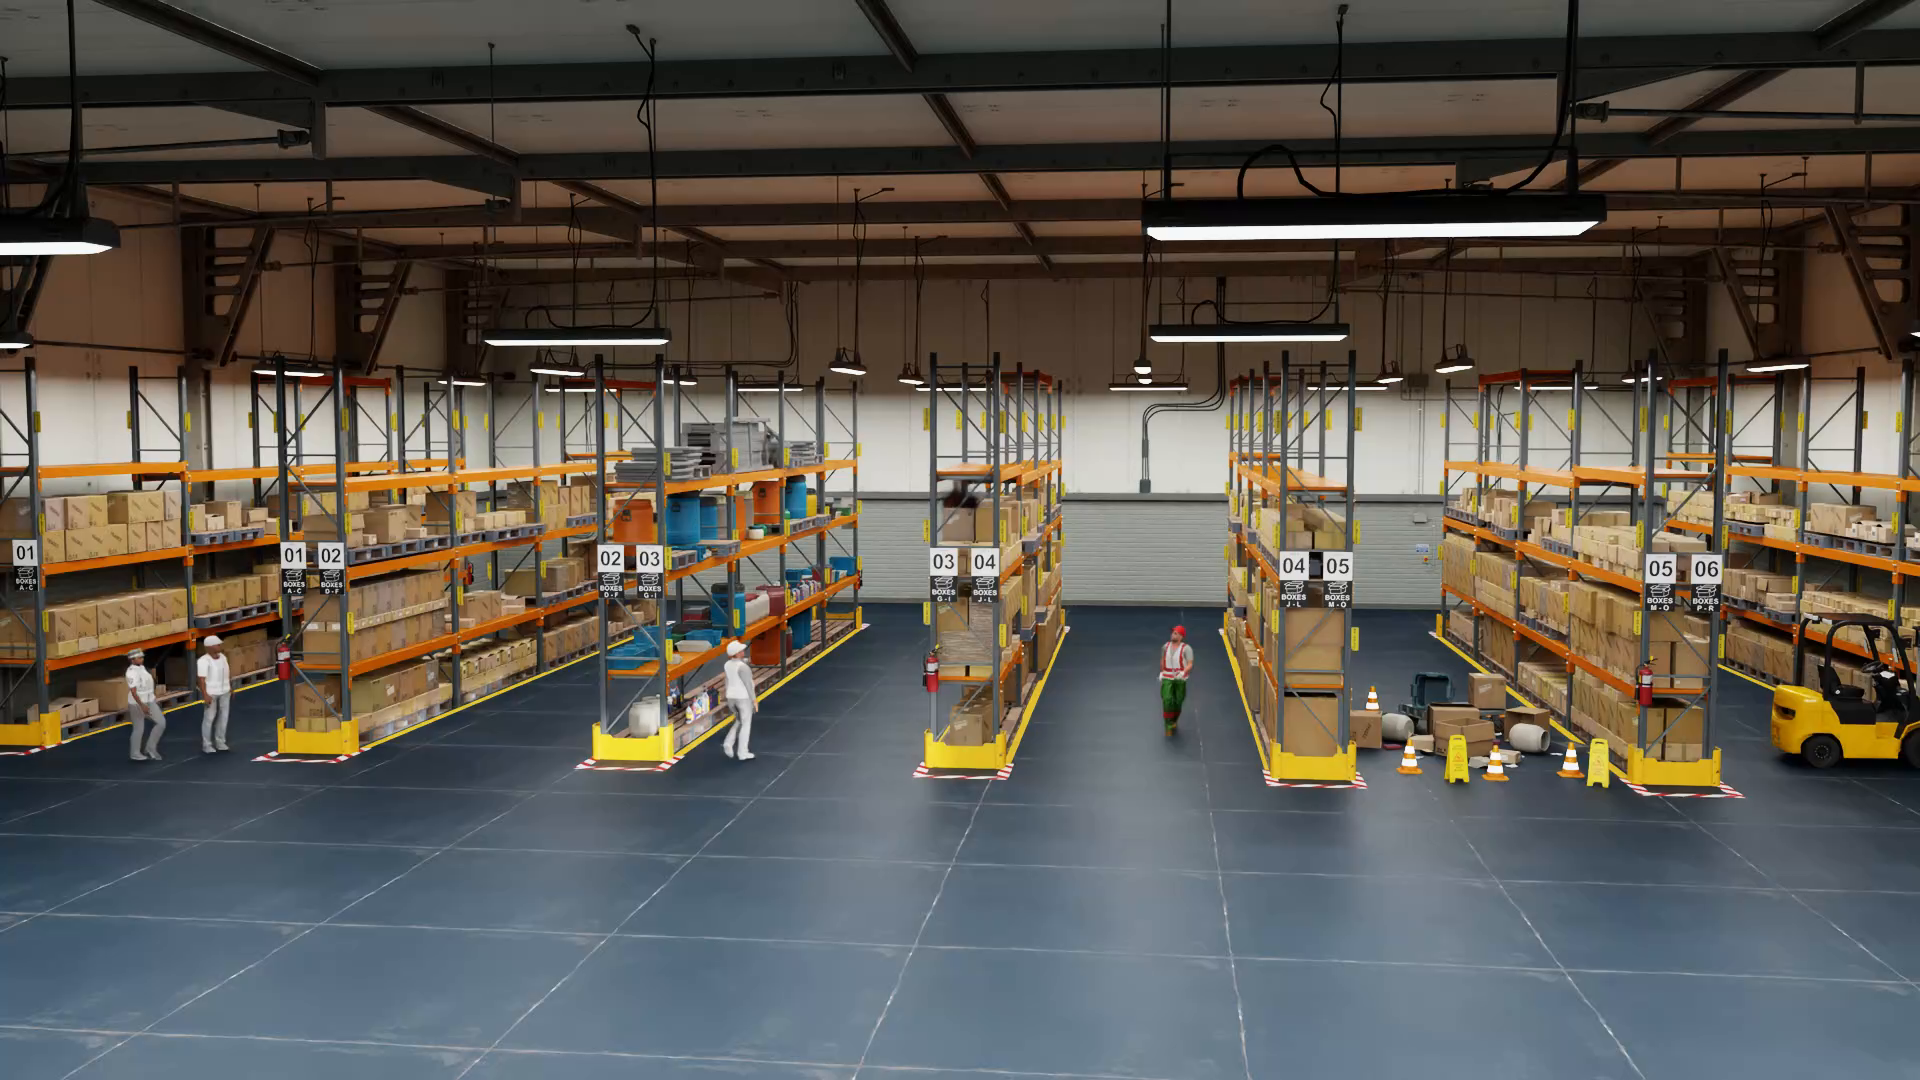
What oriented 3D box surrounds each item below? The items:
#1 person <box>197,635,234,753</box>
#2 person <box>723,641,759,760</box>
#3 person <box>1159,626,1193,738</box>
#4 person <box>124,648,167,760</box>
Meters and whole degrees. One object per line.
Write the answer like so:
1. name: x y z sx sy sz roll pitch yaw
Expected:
1. person: -11.315 2.330 25.281 0.375 1.779 0.614 2 5 31
2. person: -3.253 2.365 24.649 0.588 1.759 0.473 3 5 38
3. person: 3.473 2.277 26.730 0.536 1.808 0.890 0 4 6
4. person: -12.019 2.431 24.485 0.464 1.707 0.463 1 4 16
